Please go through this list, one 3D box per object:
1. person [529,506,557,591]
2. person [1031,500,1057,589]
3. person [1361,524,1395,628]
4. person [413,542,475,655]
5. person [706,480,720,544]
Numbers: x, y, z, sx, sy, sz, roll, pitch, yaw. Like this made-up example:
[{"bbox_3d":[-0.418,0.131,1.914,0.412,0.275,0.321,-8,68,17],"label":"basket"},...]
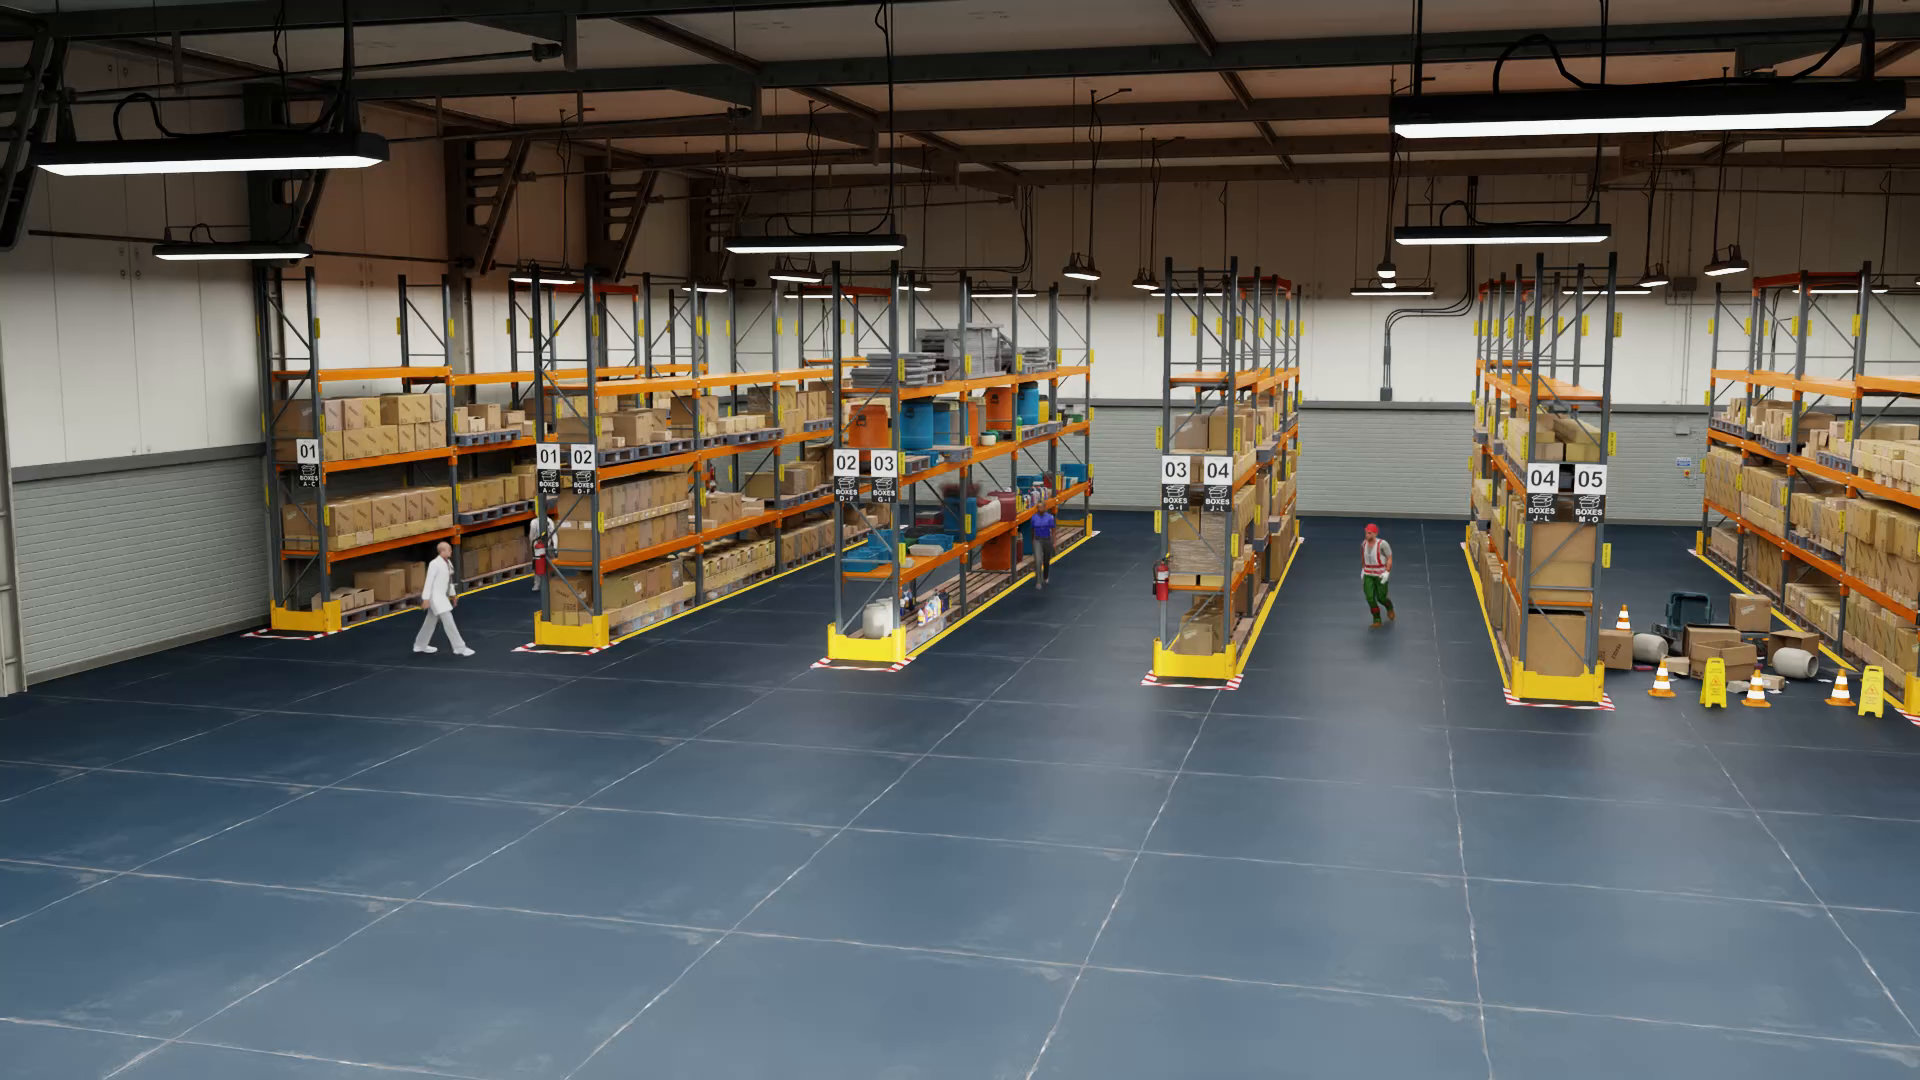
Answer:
[{"bbox_3d":[-8.014,0.112,32.019,0.573,1.631,0.974,0,7,0],"label":"person"},{"bbox_3d":[1.523,0.061,30.451,0.462,1.606,0.987,0,7,0],"label":"person"},{"bbox_3d":[7.035,0.586,28.023,0.564,1.757,0.681,5,9,34],"label":"person"},{"bbox_3d":[-7.937,0.885,25.552,1.032,1.722,0.628,0,7,3],"label":"person"},{"bbox_3d":[-5.575,-0.548,37.321,0.451,1.619,1.051,2,7,12],"label":"person"}]
